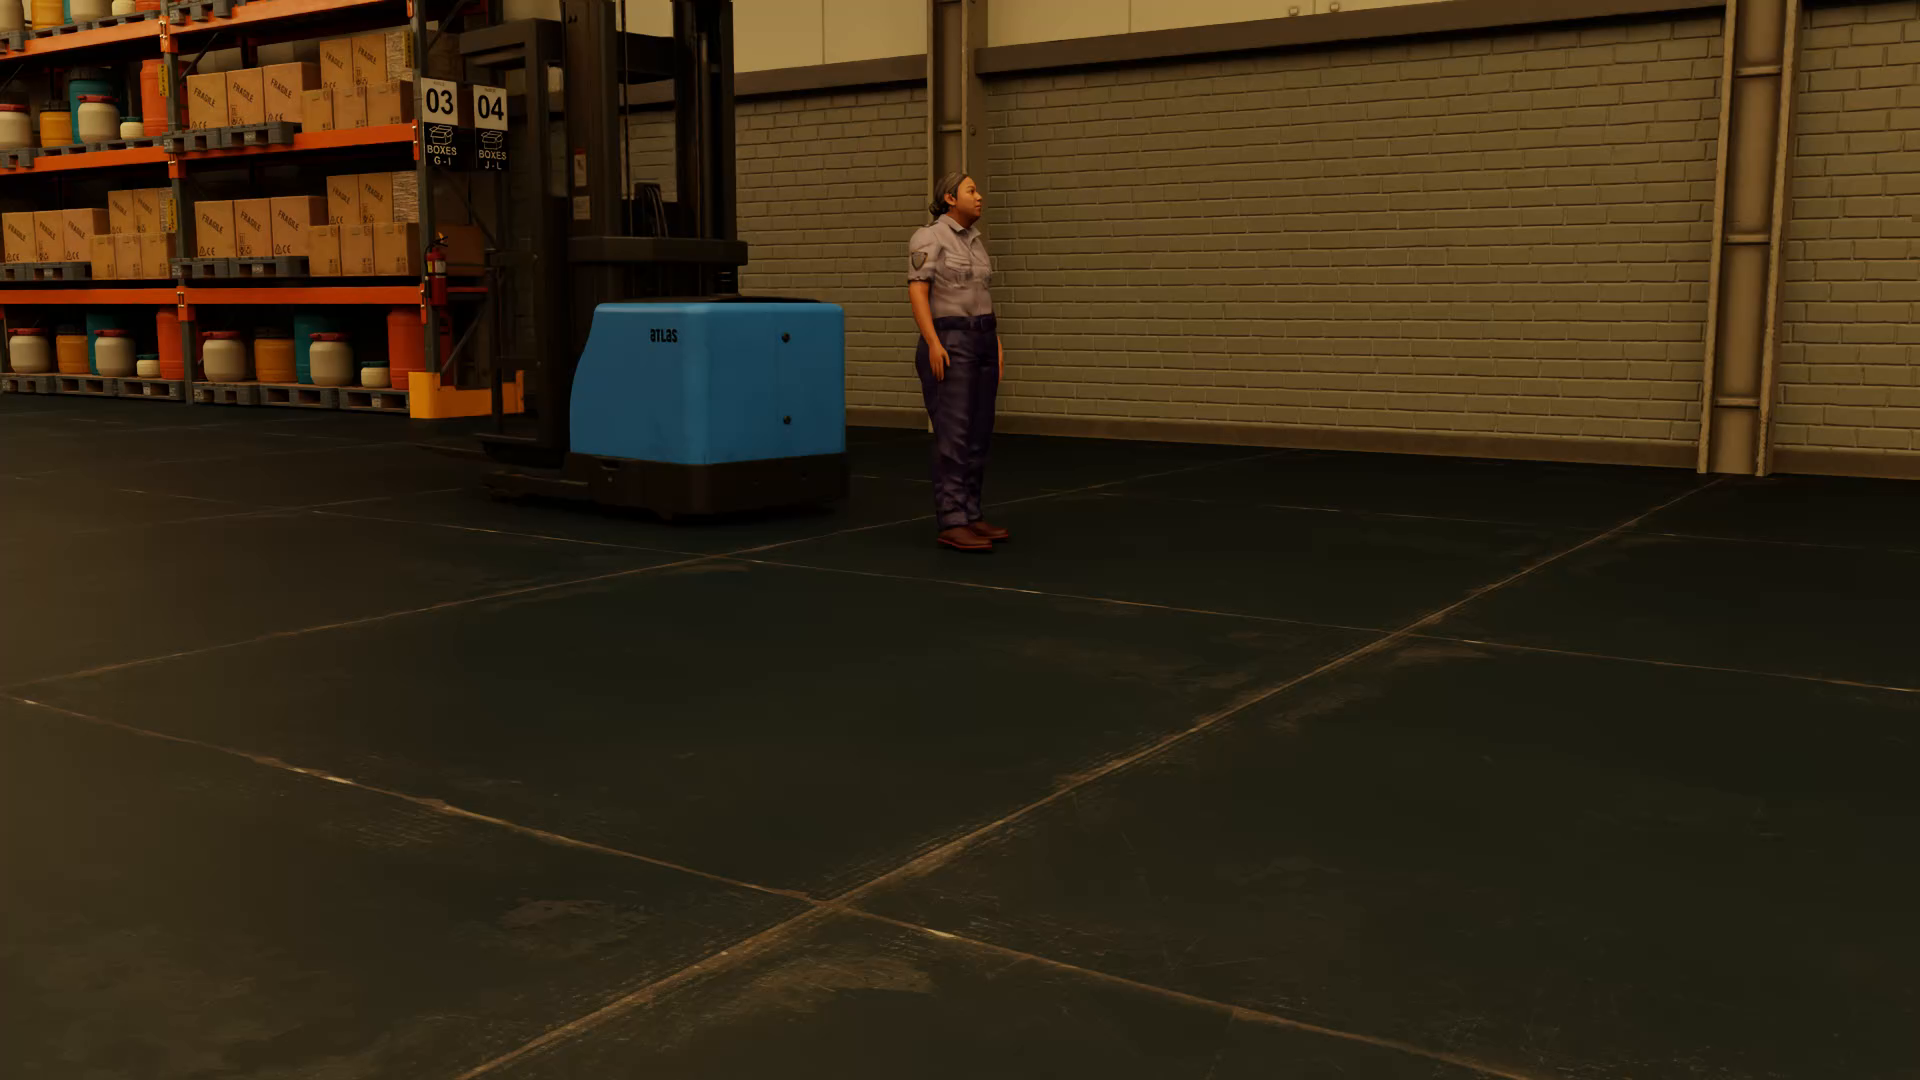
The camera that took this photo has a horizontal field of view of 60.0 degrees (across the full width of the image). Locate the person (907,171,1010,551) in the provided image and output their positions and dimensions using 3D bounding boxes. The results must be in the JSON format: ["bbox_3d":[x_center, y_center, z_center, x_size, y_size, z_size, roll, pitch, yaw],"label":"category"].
[{"bbox_3d":[0.062,-0.813,7.418,0.502,1.651,0.598,5,10,34],"label":"person"}]

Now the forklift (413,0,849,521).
[{"bbox_3d":[-1.988,-1.694,9.104,3.031,2.935,1.130,8,11,43],"label":"forklift"}]
